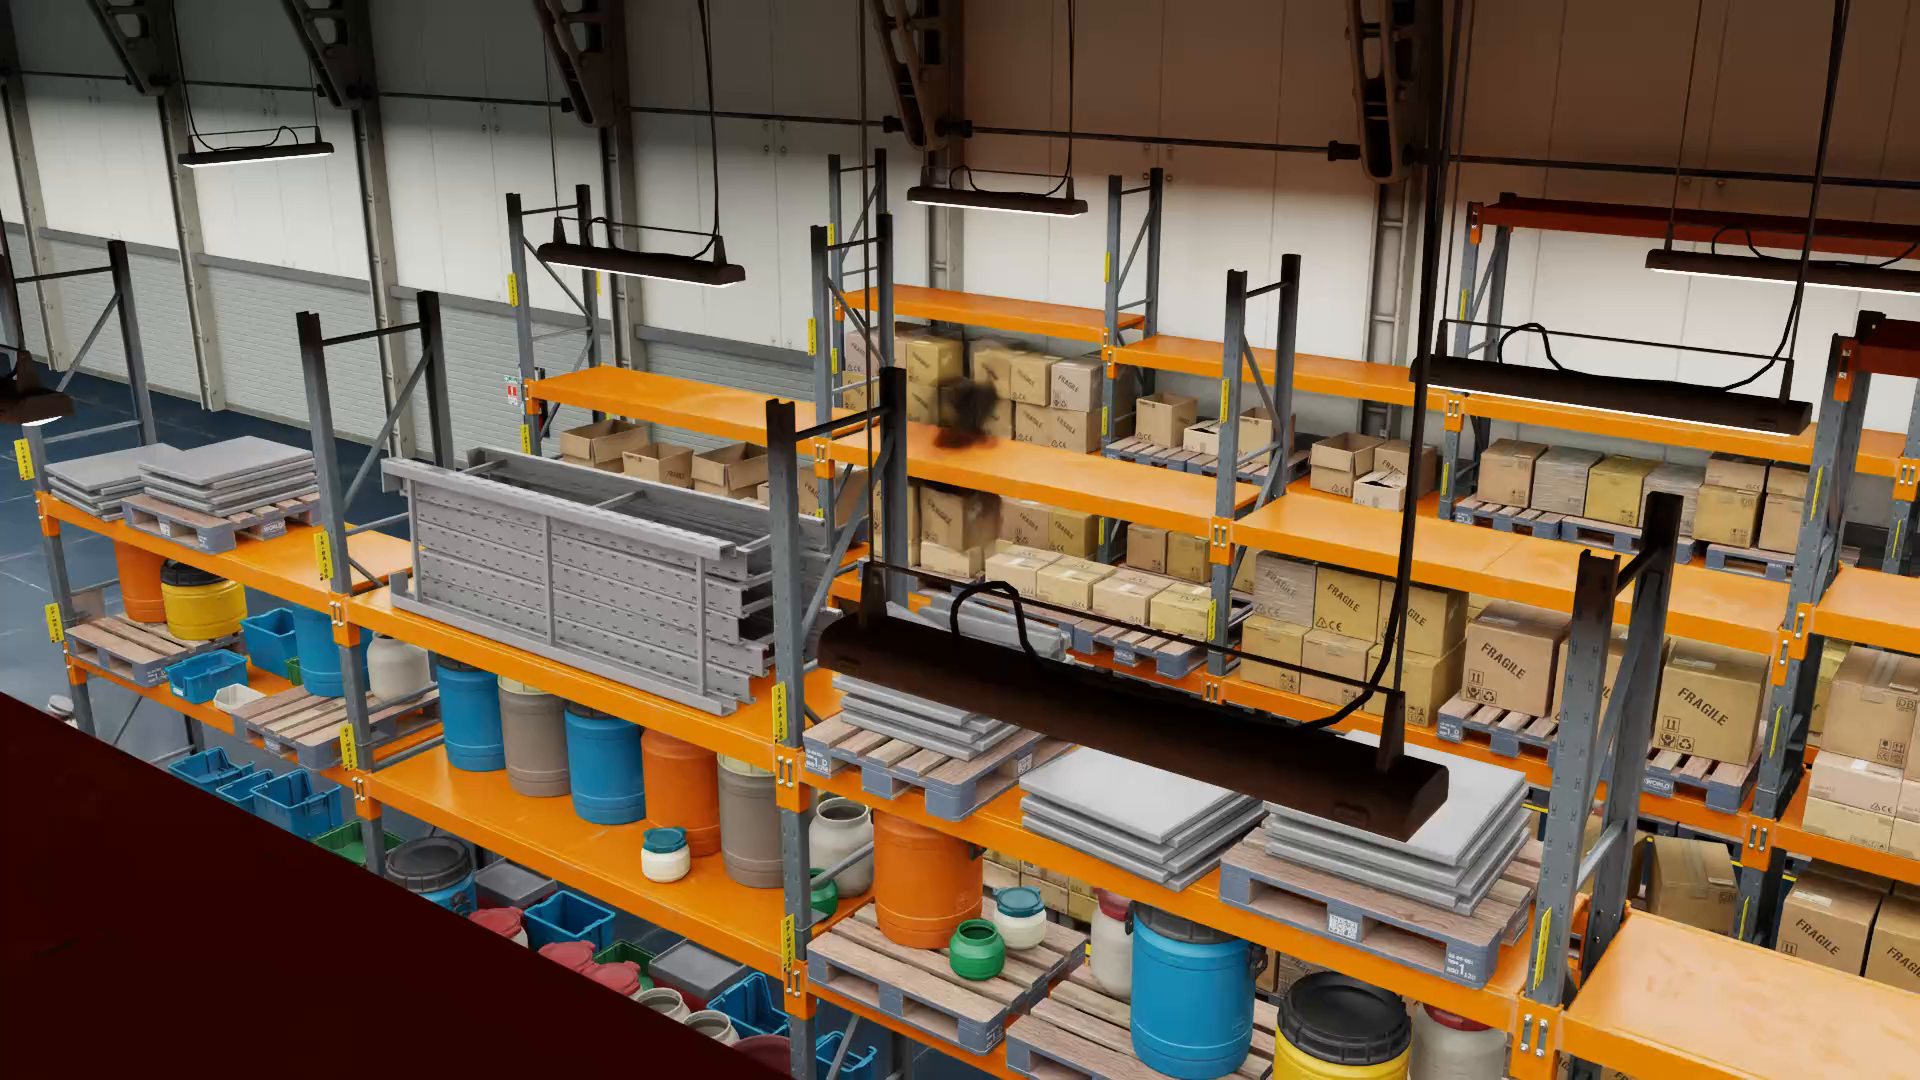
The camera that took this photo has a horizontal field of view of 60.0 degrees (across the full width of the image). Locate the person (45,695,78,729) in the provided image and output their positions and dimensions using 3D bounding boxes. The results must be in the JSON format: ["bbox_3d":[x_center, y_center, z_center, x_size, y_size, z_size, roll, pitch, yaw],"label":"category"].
[{"bbox_3d":[-8.349,2.253,15.739,0.785,1.707,0.599,-6,19,-17],"label":"person"}]

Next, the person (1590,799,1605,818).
[{"bbox_3d":[5.691,2.426,15.012,0.903,1.792,0.721,9,21,26],"label":"person"}]
